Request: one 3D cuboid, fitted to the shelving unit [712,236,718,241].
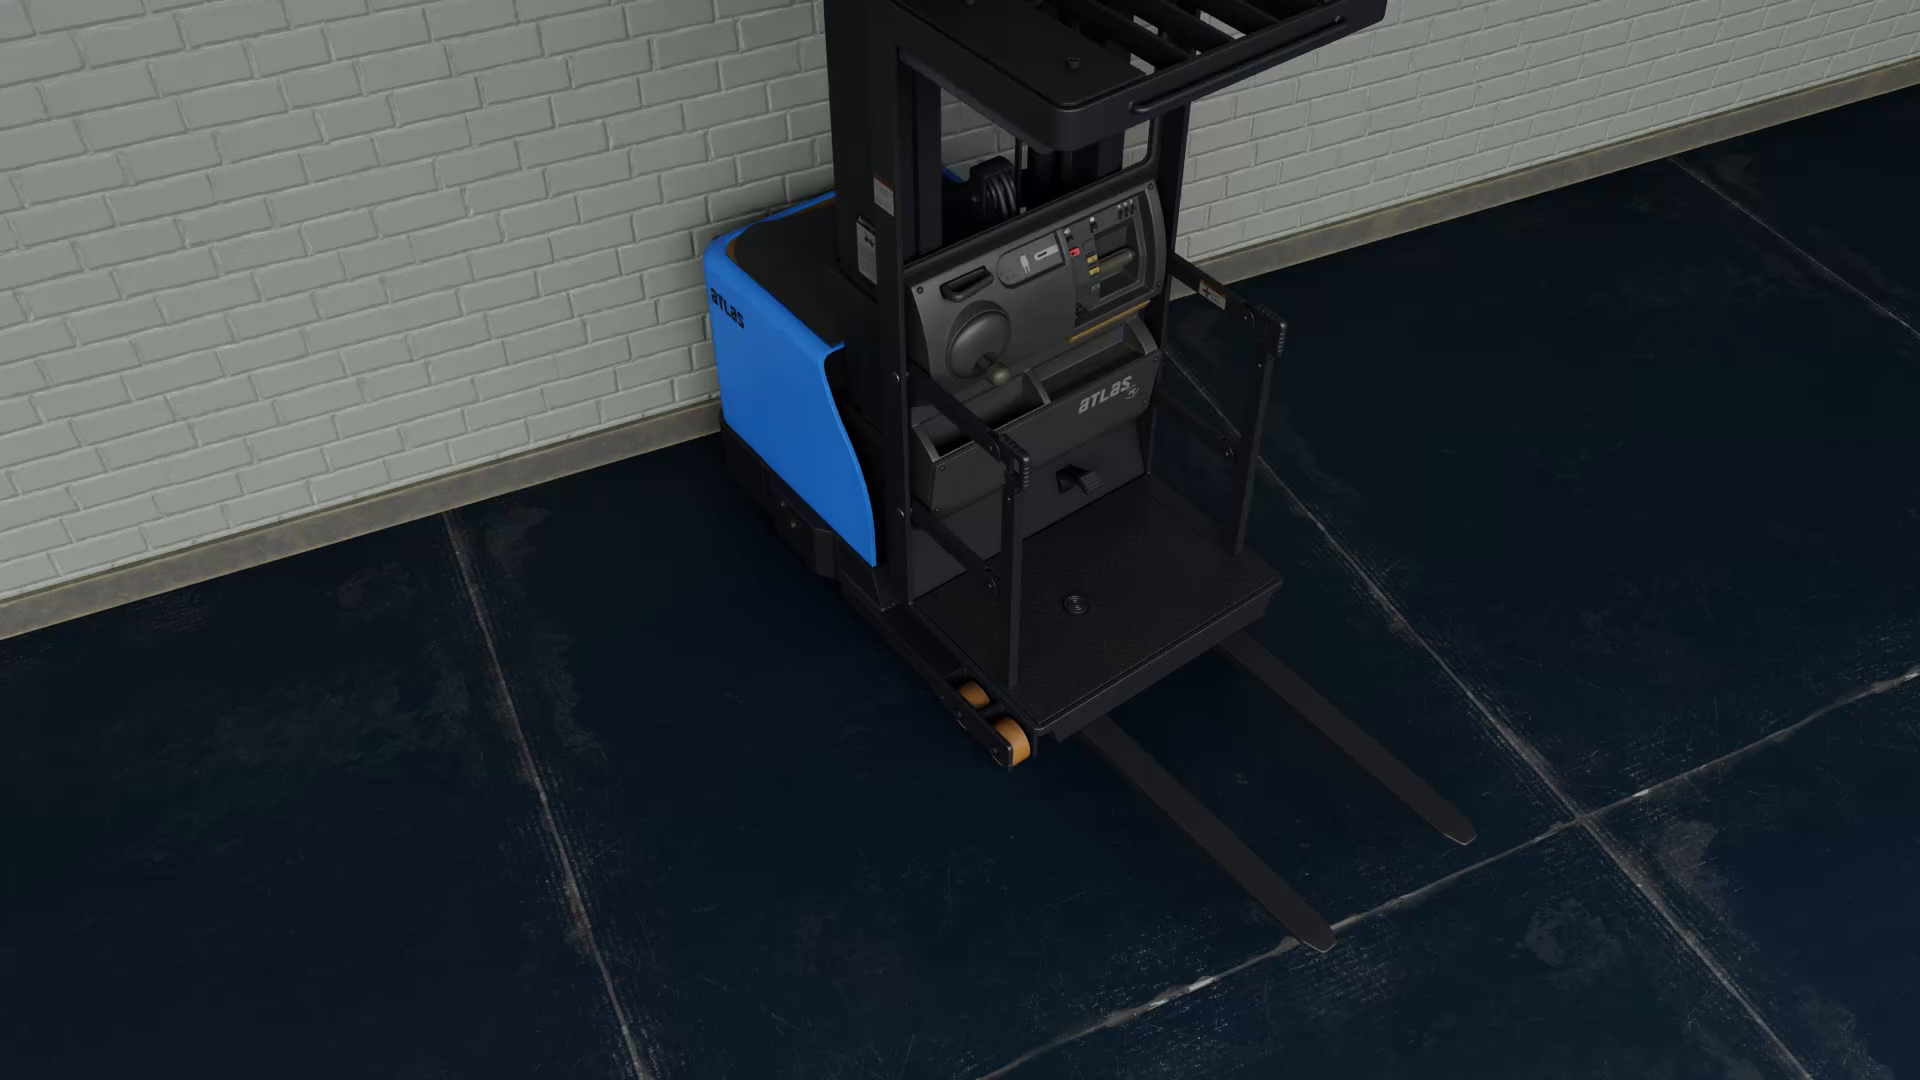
[{"bbox_3d":[-0.735,-0.773,6.393,0.258,0.900,0.210,-21,48,-15],"label":"shelving unit"}]

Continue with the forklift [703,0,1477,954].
[{"bbox_3d":[0.381,-0.693,4.865,1.130,2.935,3.031,-28,51,-26],"label":"forklift"}]

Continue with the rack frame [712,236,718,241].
[{"bbox_3d":[-0.778,-0.838,6.458,0.240,0.900,0.006,-21,48,-15],"label":"rack frame"}]
